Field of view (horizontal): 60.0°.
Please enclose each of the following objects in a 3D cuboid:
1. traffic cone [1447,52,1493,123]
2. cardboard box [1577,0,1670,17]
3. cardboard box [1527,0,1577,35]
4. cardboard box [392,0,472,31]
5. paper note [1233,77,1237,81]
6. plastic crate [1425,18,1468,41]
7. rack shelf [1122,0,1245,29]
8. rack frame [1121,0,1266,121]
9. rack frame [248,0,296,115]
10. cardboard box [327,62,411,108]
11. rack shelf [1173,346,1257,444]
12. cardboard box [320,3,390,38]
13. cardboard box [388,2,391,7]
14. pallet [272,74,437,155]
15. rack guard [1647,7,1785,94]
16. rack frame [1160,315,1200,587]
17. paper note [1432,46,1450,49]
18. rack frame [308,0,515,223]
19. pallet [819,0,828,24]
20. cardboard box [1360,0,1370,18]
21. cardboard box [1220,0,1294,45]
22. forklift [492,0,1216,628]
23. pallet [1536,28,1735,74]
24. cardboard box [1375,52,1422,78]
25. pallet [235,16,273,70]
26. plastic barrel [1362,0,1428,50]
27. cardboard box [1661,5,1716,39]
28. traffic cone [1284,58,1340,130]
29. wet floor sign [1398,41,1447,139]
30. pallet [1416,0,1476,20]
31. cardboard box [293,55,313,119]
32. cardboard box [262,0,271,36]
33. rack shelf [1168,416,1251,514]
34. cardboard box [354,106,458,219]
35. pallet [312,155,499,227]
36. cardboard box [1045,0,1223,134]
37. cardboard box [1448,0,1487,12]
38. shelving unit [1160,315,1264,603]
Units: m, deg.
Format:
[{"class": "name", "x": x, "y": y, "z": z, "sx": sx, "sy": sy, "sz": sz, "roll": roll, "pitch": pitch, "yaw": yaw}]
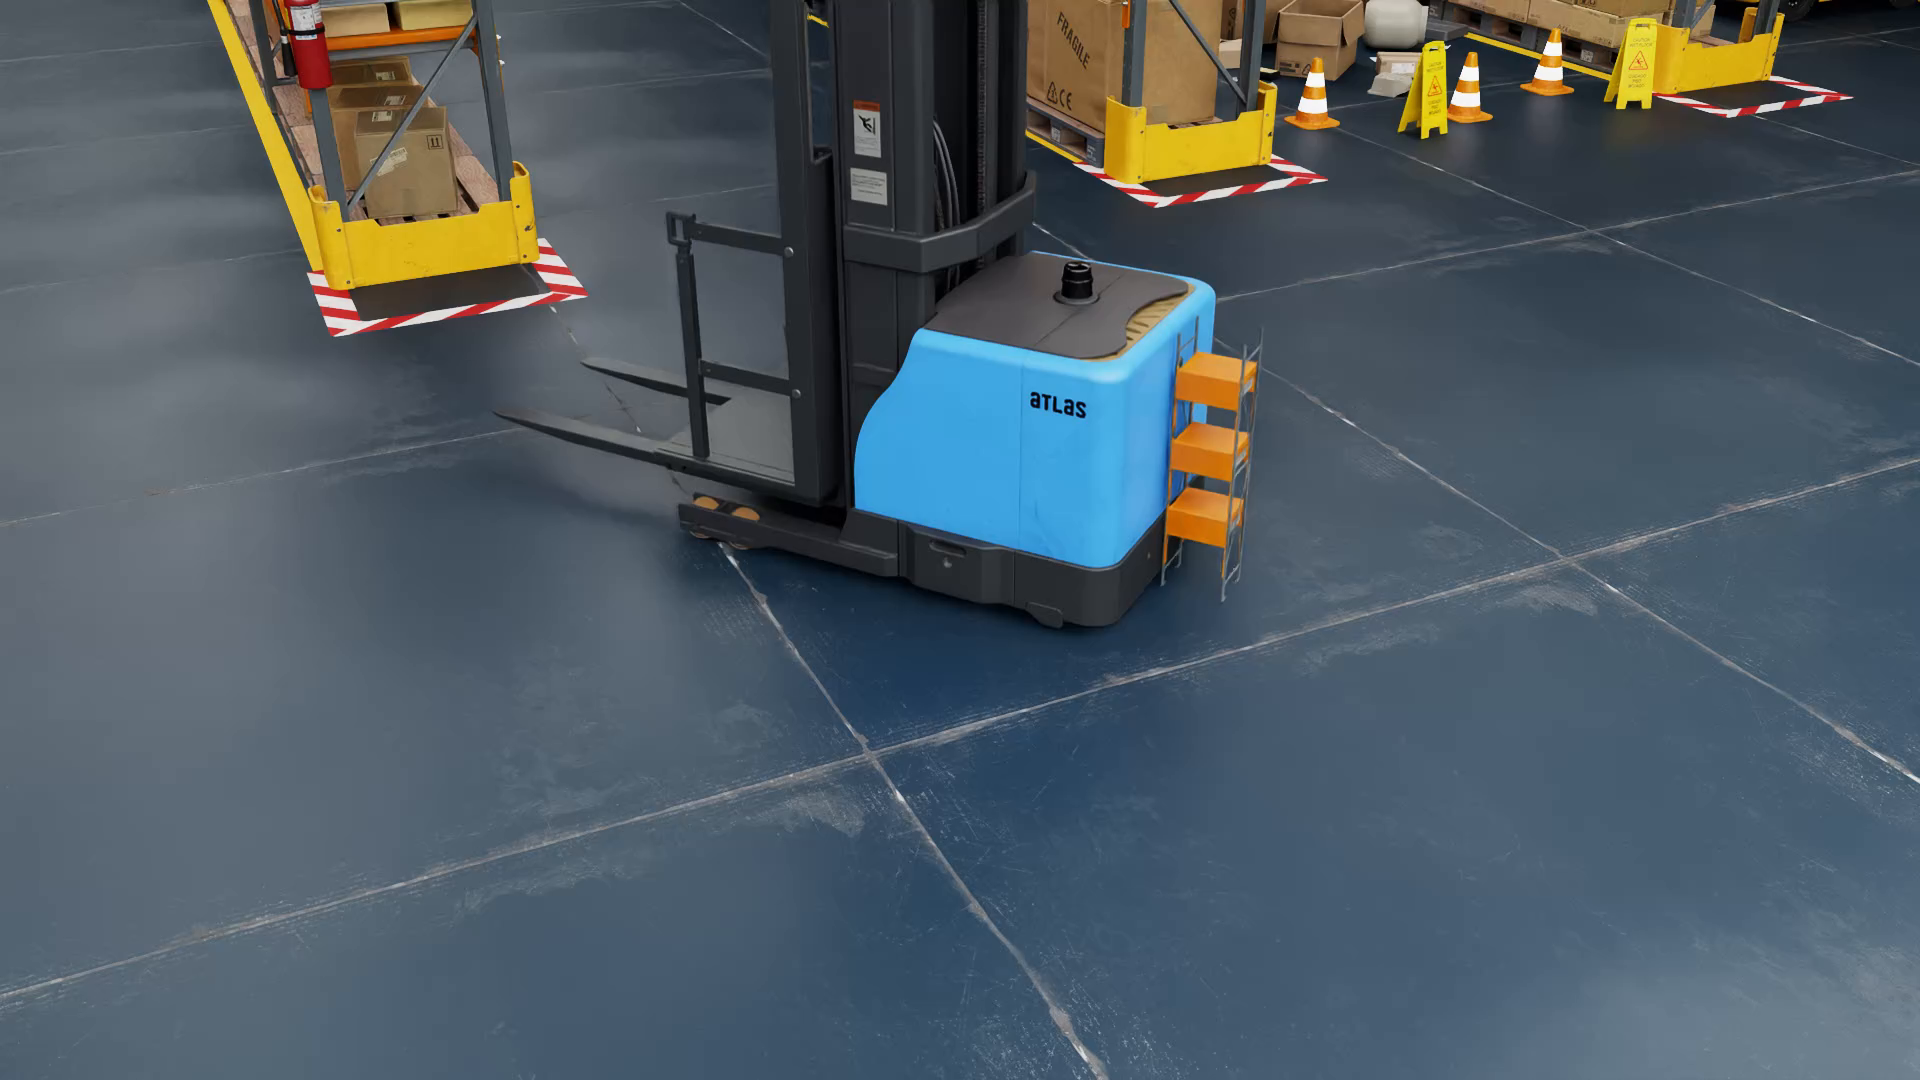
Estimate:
[{"class": "traffic cone", "x": 3.753, "y": -3.357, "z": 12.264, "sx": 0.336, "sy": 0.463, "sz": 0.334, "roll": -13, "pitch": 32, "yaw": -22}, {"class": "cardboard box", "x": 5.380, "y": -4.538, "z": 13.392, "sx": 0.500, "sy": 0.500, "sz": 0.500, "roll": -13, "pitch": 32, "yaw": -22}, {"class": "cardboard box", "x": 5.154, "y": -4.443, "z": 13.989, "sx": 0.500, "sy": 0.250, "sz": 0.500, "roll": -13, "pitch": 32, "yaw": -22}, {"class": "cardboard box", "x": -2.898, "y": -2.914, "z": 9.136, "sx": 0.380, "sy": 0.149, "sz": 0.250, "roll": -13, "pitch": 32, "yaw": -22}, {"class": "paper note", "x": 2.205, "y": -3.694, "z": 13.327, "sx": 0.032, "sy": 0.001, "sz": 0.123, "roll": 2, "pitch": 29, "yaw": 4}, {"class": "plastic crate", "x": 4.176, "y": -4.556, "z": 14.793, "sx": 0.583, "sy": 0.080, "sz": 0.402, "roll": 26, "pitch": 38, "yaw": 38}, {"class": "rack shelf", "x": 0.673, "y": -4.414, "z": 12.290, "sx": 1.077, "sy": 0.370, "sz": 4.000, "roll": -13, "pitch": 32, "yaw": -22}, {"class": "rack frame", "x": 1.532, "y": -3.844, "z": 10.539, "sx": 1.000, "sy": 3.000, "sz": 0.127, "roll": -13, "pitch": 32, "yaw": -22}, {"class": "rack frame", "x": -4.708, "y": -4.614, "z": 11.912, "sx": 1.000, "sy": 3.000, "sz": 0.127, "roll": -13, "pitch": 32, "yaw": -22}, {"class": "cardboard box", "x": -3.783, "y": -2.757, "z": 10.726, "sx": 0.500, "sy": 0.500, "sz": 0.500, "roll": -10, "pitch": 31, "yaw": -17}, {"class": "rack shelf", "x": 0.932, "y": -0.529, "z": 6.062, "sx": 0.240, "sy": 0.259, "sz": 0.215, "roll": 14, "pitch": 32, "yaw": 24}, {"class": "cardboard box", "x": -3.300, "y": -2.820, "z": 8.970, "sx": 0.380, "sy": 0.149, "sz": 0.250, "roll": -13, "pitch": 32, "yaw": -22}, {"class": "cardboard box", "x": -3.082, "y": -3.142, "z": 9.543, "sx": 0.380, "sy": 0.149, "sz": 0.250, "roll": -13, "pitch": 32, "yaw": -22}, {"class": "pallet", "x": -4.388, "y": -3.109, "z": 12.078, "sx": 1.003, "sy": 0.211, "sz": 1.213, "roll": -13, "pitch": 32, "yaw": -22}, {"class": "rack guard", "x": 5.927, "y": -3.871, "z": 13.143, "sx": 1.175, "sy": 0.500, "sz": 0.348, "roll": -13, "pitch": 32, "yaw": -22}, {"class": "rack frame", "x": 0.824, "y": -0.318, "z": 6.245, "sx": 0.008, "sy": 1.050, "sz": 0.200, "roll": 14, "pitch": 32, "yaw": 24}, {"class": "paper note", "x": 4.114, "y": -4.239, "z": 14.278, "sx": 0.148, "sy": 0.019, "sz": 0.142, "roll": 26, "pitch": 38, "yaw": 38}, {"class": "rack frame", "x": -2.991, "y": -2.847, "z": 8.761, "sx": 1.000, "sy": 3.000, "sz": 0.127, "roll": -13, "pitch": 32, "yaw": -22}, {"class": "pallet", "x": -0.584, "y": -4.720, "z": 14.951, "sx": 1.003, "sy": 0.211, "sz": 1.213, "roll": -13, "pitch": 32, "yaw": -22}, {"class": "cardboard box", "x": 3.473, "y": -4.847, "z": 14.880, "sx": 0.500, "sy": 0.500, "sz": 0.500, "roll": 7, "pitch": 30, "yaw": 13}, {"class": "cardboard box", "x": 2.510, "y": -4.554, "z": 14.218, "sx": 0.797, "sy": 0.637, "sz": 0.503, "roll": -13, "pitch": 32, "yaw": -22}, {"class": "forklift", "x": -0.563, "y": -1.452, "z": 6.343, "sx": 3.031, "sy": 2.935, "sz": 1.130, "roll": 14, "pitch": 32, "yaw": 24}, {"class": "pallet", "x": 5.610, "y": -4.112, "z": 13.867, "sx": 1.003, "sy": 0.211, "sz": 1.213, "roll": -13, "pitch": 32, "yaw": -22}, {"class": "cardboard box", "x": 3.573, "y": -3.839, "z": 13.445, "sx": 0.380, "sy": 0.149, "sz": 0.250, "roll": 2, "pitch": 29, "yaw": 4}, {"class": "pallet", "x": -5.571, "y": -4.281, "z": 14.169, "sx": 1.003, "sy": 0.211, "sz": 1.213, "roll": -13, "pitch": 32, "yaw": -22}, {"class": "plastic barrel", "x": 3.705, "y": -4.399, "z": 14.162, "sx": 0.512, "sy": 0.421, "sz": 0.421, "roll": 7, "pitch": 30, "yaw": 13}, {"class": "cardboard box", "x": 5.863, "y": -4.326, "z": 13.781, "sx": 0.500, "sy": 0.250, "sz": 0.500, "roll": -13, "pitch": 32, "yaw": -22}, {"class": "traffic cone", "x": 2.587, "y": -3.270, "z": 12.109, "sx": 0.336, "sy": 0.463, "sz": 0.334, "roll": -13, "pitch": 32, "yaw": -22}, {"class": "wet floor sign", "x": 3.333, "y": -3.220, "z": 11.833, "sx": 0.267, "sy": 0.644, "sz": 0.232, "roll": -19, "pitch": 35, "yaw": -30}, {"class": "pallet", "x": 4.562, "y": -5.190, "z": 15.789, "sx": 1.003, "sy": 0.211, "sz": 1.213, "roll": -13, "pitch": 32, "yaw": -22}, {"class": "cardboard box", "x": -4.320, "y": -3.271, "z": 11.642, "sx": 0.500, "sy": 0.500, "sz": 0.500, "roll": -3, "pitch": 29, "yaw": -6}, {"class": "cardboard box", "x": -5.381, "y": -4.453, "z": 13.731, "sx": 0.700, "sy": 0.500, "sz": 0.500, "roll": -16, "pitch": 33, "yaw": -26}, {"class": "rack shelf", "x": 0.932, "y": -0.282, "z": 6.200, "sx": 0.240, "sy": 0.259, "sz": 0.215, "roll": 14, "pitch": 32, "yaw": 24}, {"class": "cardboard box", "x": -3.244, "y": -2.220, "z": 9.768, "sx": 0.500, "sy": 0.500, "sz": 0.500, "roll": -7, "pitch": 30, "yaw": -13}, {"class": "pallet", "x": -3.340, "y": -2.031, "z": 10.156, "sx": 1.003, "sy": 0.211, "sz": 1.213, "roll": -13, "pitch": 32, "yaw": -22}, {"class": "cardboard box", "x": 1.181, "y": -3.386, "z": 11.465, "sx": 0.875, "sy": 0.875, "sz": 0.875, "roll": -13, "pitch": 32, "yaw": -22}, {"class": "cardboard box", "x": 4.721, "y": -4.894, "z": 14.793, "sx": 0.500, "sy": 0.250, "sz": 0.500, "roll": -14, "pitch": 32, "yaw": -23}, {"class": "shelving unit", "x": 0.932, "y": -0.291, "z": 6.195, "sx": 0.252, "sy": 1.050, "sz": 0.215, "roll": 14, "pitch": 32, "yaw": 24}]
